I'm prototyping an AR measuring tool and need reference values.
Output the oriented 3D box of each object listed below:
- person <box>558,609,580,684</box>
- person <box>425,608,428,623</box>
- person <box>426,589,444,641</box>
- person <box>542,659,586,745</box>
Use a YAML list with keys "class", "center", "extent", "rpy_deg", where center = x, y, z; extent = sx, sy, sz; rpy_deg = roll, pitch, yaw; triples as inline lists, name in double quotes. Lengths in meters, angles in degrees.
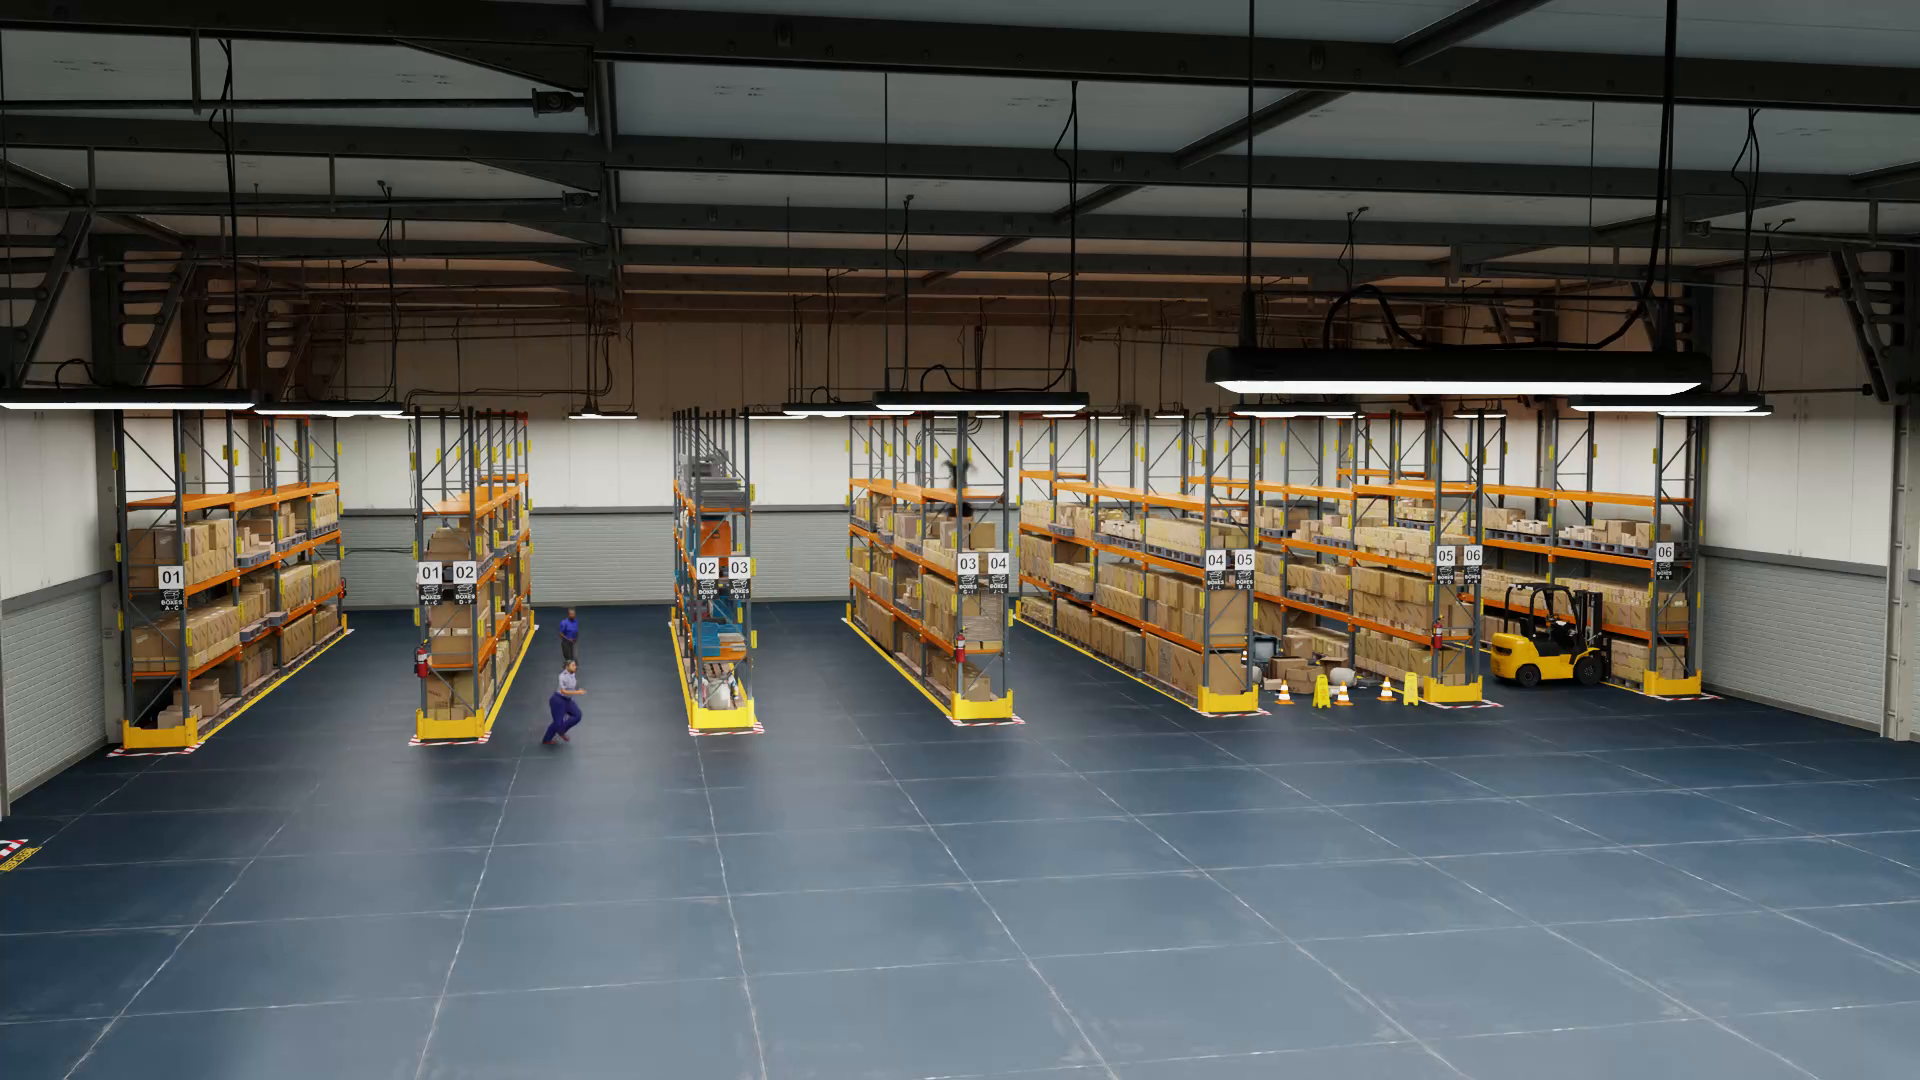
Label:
- class: "person"
  center: [-8.633, 2.318, 36.635]
  extent: [0.558, 1.624, 0.789]
  rpy_deg: [-3, 5, -34]
- class: "person"
  center: [-14.937, 1.517, 47.022]
  extent: [0.740, 1.722, 0.653]
  rpy_deg: [0, 4, 6]
- class: "person"
  center: [-13.697, 1.801, 43.417]
  extent: [0.563, 1.679, 0.659]
  rpy_deg: [-1, 4, -8]
- class: "person"
  center: [-6.990, 2.859, 29.423]
  extent: [0.841, 1.543, 0.614]
  rpy_deg: [1, 4, 11]
